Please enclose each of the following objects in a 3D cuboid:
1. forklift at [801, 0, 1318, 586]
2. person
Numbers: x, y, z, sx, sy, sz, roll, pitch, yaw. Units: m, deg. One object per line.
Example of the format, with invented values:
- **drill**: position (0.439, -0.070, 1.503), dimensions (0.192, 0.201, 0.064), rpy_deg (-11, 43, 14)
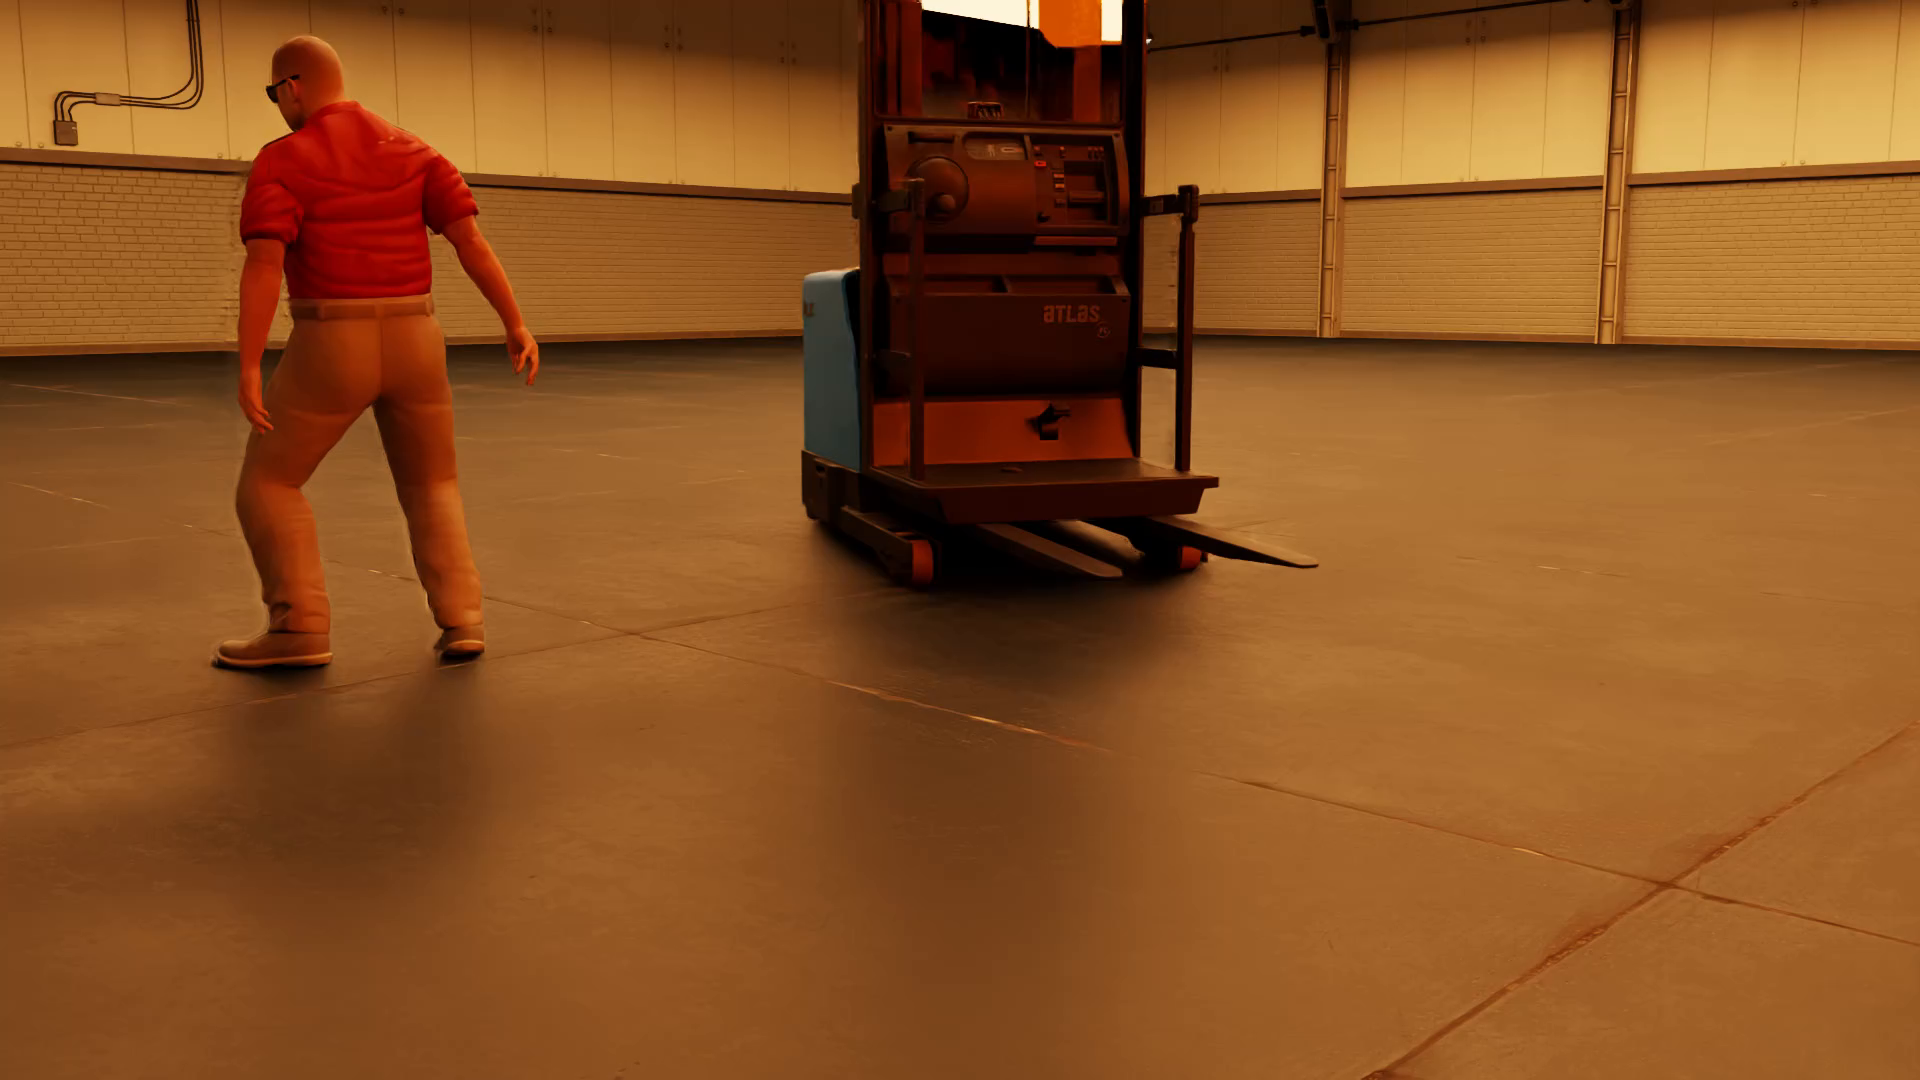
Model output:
- **forklift**: position (0.242, -1.357, 5.886), dimensions (1.130, 2.935, 3.031), rpy_deg (-3, 9, -18)
- **person**: position (-1.580, -0.484, 4.519), dimensions (0.874, 1.716, 0.476), rpy_deg (-6, 11, -35)
